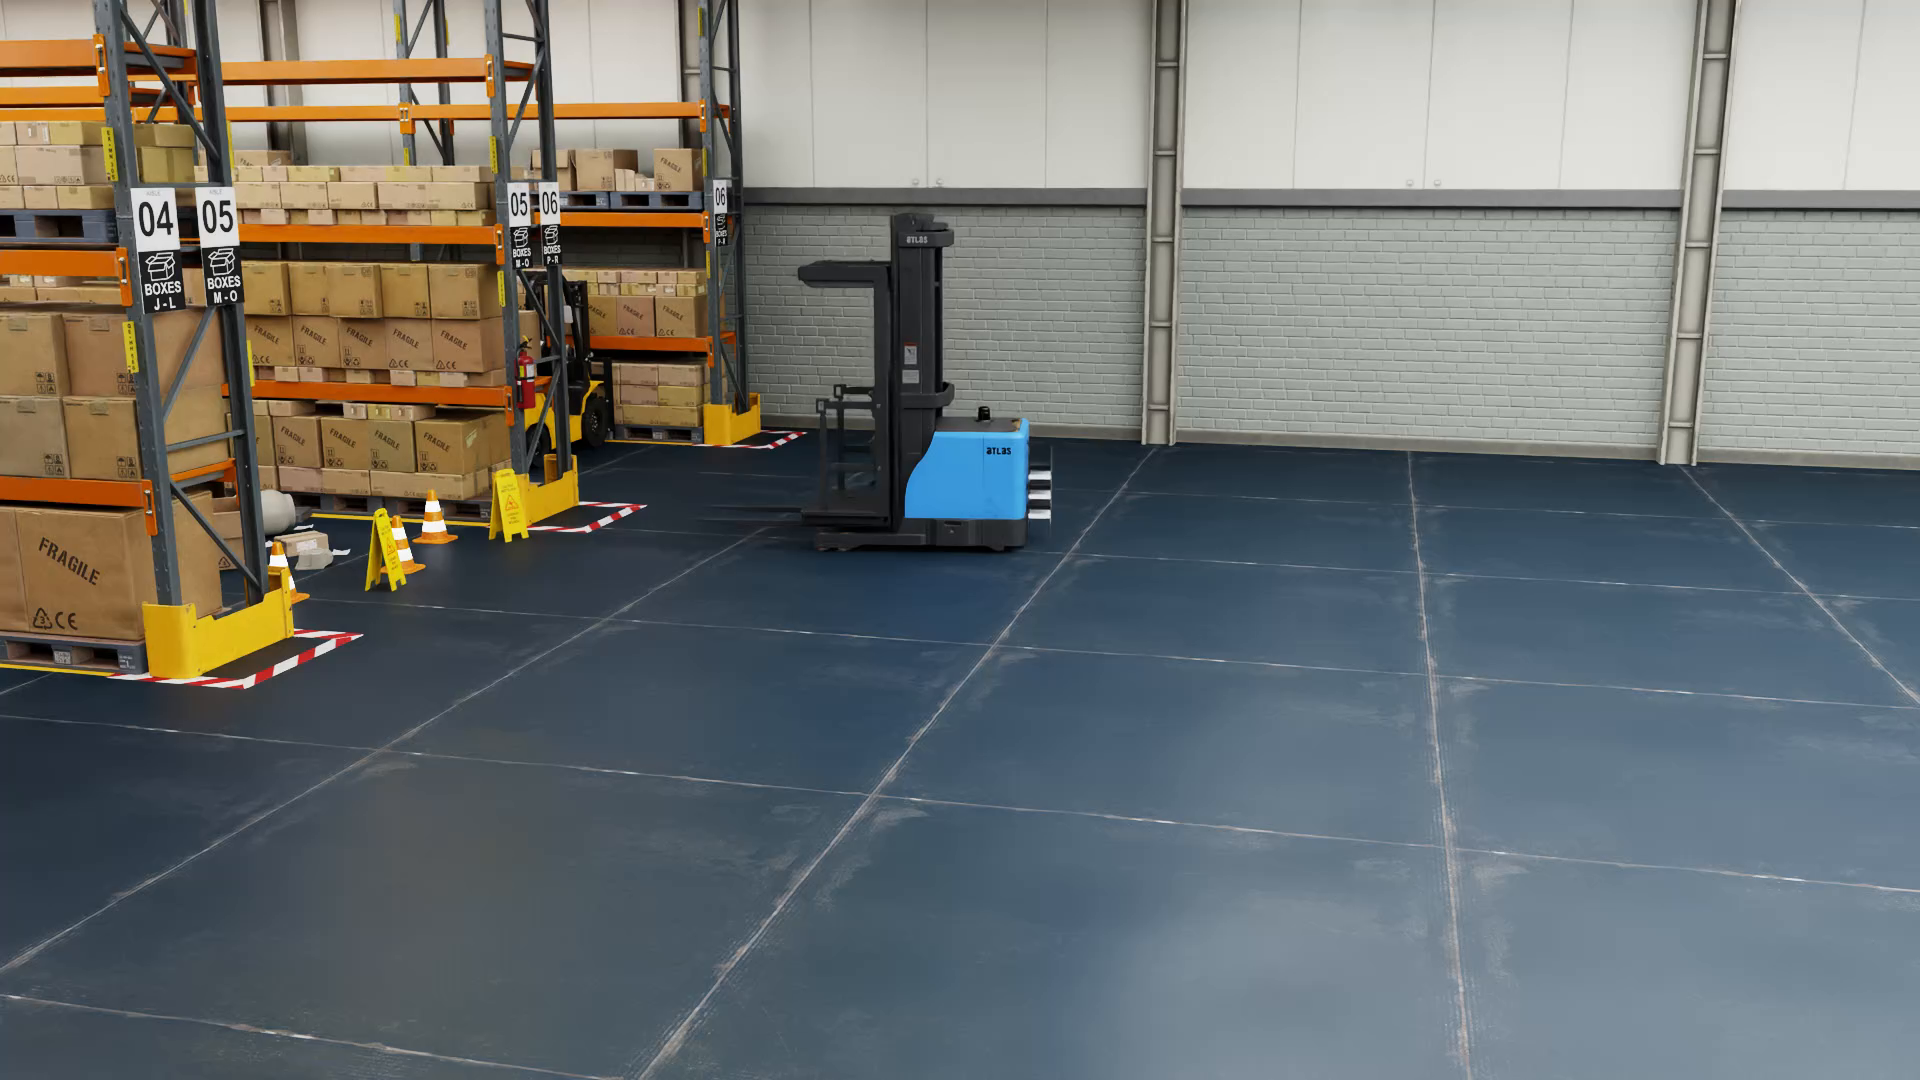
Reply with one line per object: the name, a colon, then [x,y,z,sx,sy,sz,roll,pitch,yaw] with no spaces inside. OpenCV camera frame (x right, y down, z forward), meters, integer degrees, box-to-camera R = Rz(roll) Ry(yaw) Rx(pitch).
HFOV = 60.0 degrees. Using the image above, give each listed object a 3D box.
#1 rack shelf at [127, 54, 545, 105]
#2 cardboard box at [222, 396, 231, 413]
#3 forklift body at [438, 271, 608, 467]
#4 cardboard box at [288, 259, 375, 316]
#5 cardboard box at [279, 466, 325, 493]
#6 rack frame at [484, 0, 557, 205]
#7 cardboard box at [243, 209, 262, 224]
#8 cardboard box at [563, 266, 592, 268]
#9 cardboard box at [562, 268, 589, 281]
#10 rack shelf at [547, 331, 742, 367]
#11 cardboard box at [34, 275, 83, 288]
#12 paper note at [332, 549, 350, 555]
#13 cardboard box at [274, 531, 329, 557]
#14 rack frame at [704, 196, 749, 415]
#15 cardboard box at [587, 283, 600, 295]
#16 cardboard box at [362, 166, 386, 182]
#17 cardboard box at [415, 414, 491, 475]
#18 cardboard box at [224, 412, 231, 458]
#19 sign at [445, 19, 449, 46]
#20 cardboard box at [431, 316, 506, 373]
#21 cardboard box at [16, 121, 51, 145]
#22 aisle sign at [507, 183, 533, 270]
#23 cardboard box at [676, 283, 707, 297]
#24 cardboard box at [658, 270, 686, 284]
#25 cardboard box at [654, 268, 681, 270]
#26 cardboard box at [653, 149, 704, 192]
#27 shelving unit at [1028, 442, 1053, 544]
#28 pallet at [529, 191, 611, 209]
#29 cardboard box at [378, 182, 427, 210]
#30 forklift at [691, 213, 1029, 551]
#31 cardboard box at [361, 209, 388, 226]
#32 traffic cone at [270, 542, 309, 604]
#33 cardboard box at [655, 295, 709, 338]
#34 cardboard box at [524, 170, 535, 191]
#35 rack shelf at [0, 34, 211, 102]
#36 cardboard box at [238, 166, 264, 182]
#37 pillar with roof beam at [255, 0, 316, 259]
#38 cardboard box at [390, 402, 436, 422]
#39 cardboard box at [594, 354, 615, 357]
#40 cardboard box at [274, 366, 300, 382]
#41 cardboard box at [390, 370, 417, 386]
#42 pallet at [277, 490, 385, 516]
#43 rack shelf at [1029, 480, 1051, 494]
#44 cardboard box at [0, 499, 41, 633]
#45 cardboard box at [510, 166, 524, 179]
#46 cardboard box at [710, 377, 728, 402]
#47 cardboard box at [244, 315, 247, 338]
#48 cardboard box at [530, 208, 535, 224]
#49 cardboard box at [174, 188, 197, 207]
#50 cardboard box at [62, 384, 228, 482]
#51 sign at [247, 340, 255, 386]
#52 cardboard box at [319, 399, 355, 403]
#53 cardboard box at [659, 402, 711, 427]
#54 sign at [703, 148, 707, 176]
rack shelf: [-6.022,-4.394,15.929,4.000,0.370,1.077,3,13,14]
cardboard box: [-7.348,-1.360,16.589,0.250,0.149,0.380,3,13,14]
forklift body: [-5.173,-2.058,19.545,1.214,2.155,2.313,3,13,14]
cardboard box: [-6.089,-2.464,16.190,0.500,0.500,0.700,3,13,13]
cardboard box: [-6.419,-0.644,16.591,0.500,0.250,0.500,3,13,13]
rack frame: [-4.080,-4.643,15.383,0.127,3.000,1.000,3,13,14]
cardboard box: [-6.721,-3.143,16.129,0.250,0.149,0.380,3,13,12]
cardboard box: [-4.922,-3.430,21.353,0.250,0.149,0.380,3,13,15]
cardboard box: [-4.783,-3.321,20.862,0.250,0.149,0.380,3,13,14]
rack shelf: [-4.836,-2.510,21.284,4.000,0.370,1.077,3,13,14]
cardboard box: [-9.138,-2.647,16.852,0.250,0.149,0.380,3,13,12]
paper note: [-5.475,0.105,14.689,0.142,0.019,0.148,-1,13,-6]
cardboard box: [-5.836,0.035,14.733,0.250,0.149,0.380,12,17,43]
rack frame: [-2.894,-2.758,20.738,0.127,3.000,1.000,3,13,14]
cardboard box: [-4.549,-3.144,20.750,0.250,0.149,0.380,3,13,14]
cardboard box: [-5.442,-3.469,15.759,0.250,0.149,0.380,3,13,14]
cardboard box: [-4.920,-0.929,16.144,0.500,0.500,0.500,3,13,14]
cardboard box: [-7.455,-1.063,16.746,0.500,0.500,0.500,4,13,16]
sign: [-6.621,-6.543,21.426,0.005,0.325,0.100,3,13,14]
cardboard box: [-4.673,-1.878,15.856,0.500,0.500,0.500,3,13,13]
cardboard box: [-5.818,-2.612,10.694,0.250,0.149,0.380,3,13,14]
aisle sign: [-4.089,-2.919,15.462,0.004,0.787,0.394,3,13,14]
cardboard box: [-3.298,-3.082,20.473,0.250,0.149,0.380,3,13,14]
cardboard box: [-3.540,-3.249,20.537,0.250,0.149,0.380,3,13,14]
cardboard box: [-3.675,-3.362,21.048,0.250,0.149,0.380,3,13,15]
cardboard box: [-3.383,-4.497,20.219,0.500,0.500,0.500,3,13,15]
shelving unit: [0.727,-0.428,15.087,0.210,0.900,0.258,1,13,5]
pallet: [-4.763,-4.284,20.896,1.213,0.211,1.003,3,13,14]
cardboard box: [-5.126,-3.249,15.688,0.500,0.250,0.500,3,13,13]
forklift: [-0.896,-1.443,14.970,3.031,2.935,1.130,1,13,5]
cardboard box: [-5.476,-3.072,15.811,0.250,0.149,0.380,3,13,13]
traffic cone: [-5.343,0.245,13.062,0.334,0.463,0.336,3,13,14]
cardboard box: [-3.435,-2.777,20.594,0.500,0.500,0.500,3,13,12]
cardboard box: [-5.410,-4.477,20.672,0.258,0.266,0.396,3,13,12]
rack shelf: [-7.110,-3.154,11.257,4.000,0.370,1.077,3,13,14]
cardboard box: [-6.721,-3.523,16.001,0.250,0.149,0.380,3,13,12]
pillar with roof beam: [-10.211,-5.318,18.429,0.400,9.000,9.100,3,13,14]
cardboard box: [-5.293,-1.251,16.096,0.250,0.149,0.380,3,13,15]
cardboard box: [-4.780,-2.255,21.541,0.500,0.250,0.500,3,13,12]
cardboard box: [-6.495,-1.647,16.310,0.250,0.149,0.380,3,13,14]
cardboard box: [-5.268,-1.580,16.011,0.250,0.149,0.380,3,13,15]
pallet: [-6.115,-0.470,16.864,1.213,0.211,1.003,3,13,14]
rack shelf: [0.727,-0.484,15.075,0.200,0.077,0.258,1,13,5]
cardboard box: [-6.697,0.098,11.802,0.875,0.875,0.875,3,13,13]
cardboard box: [-4.376,-3.506,15.925,0.250,0.149,0.380,3,13,13]
cardboard box: [-3.301,-1.933,21.243,0.500,0.250,0.500,3,13,15]
cardboard box: [-7.110,-2.013,16.463,0.500,0.500,0.500,3,13,13]
cardboard box: [-4.324,-3.141,16.120,0.250,0.149,0.380,3,13,14]
cardboard box: [-5.424,-2.348,11.348,0.250,0.149,0.380,3,13,14]
cardboard box: [-5.539,-0.751,11.345,0.550,0.550,0.875,3,13,14]
sign: [-5.029,-1.245,11.740,0.005,0.325,0.100,3,13,14]
cardboard box: [-8.039,-2.078,22.186,0.625,0.625,0.875,3,13,13]
cardboard box: [-3.426,-1.578,20.801,0.500,0.250,0.500,3,13,14]
sign: [-3.038,-4.502,19.815,0.005,0.325,0.100,3,13,14]
